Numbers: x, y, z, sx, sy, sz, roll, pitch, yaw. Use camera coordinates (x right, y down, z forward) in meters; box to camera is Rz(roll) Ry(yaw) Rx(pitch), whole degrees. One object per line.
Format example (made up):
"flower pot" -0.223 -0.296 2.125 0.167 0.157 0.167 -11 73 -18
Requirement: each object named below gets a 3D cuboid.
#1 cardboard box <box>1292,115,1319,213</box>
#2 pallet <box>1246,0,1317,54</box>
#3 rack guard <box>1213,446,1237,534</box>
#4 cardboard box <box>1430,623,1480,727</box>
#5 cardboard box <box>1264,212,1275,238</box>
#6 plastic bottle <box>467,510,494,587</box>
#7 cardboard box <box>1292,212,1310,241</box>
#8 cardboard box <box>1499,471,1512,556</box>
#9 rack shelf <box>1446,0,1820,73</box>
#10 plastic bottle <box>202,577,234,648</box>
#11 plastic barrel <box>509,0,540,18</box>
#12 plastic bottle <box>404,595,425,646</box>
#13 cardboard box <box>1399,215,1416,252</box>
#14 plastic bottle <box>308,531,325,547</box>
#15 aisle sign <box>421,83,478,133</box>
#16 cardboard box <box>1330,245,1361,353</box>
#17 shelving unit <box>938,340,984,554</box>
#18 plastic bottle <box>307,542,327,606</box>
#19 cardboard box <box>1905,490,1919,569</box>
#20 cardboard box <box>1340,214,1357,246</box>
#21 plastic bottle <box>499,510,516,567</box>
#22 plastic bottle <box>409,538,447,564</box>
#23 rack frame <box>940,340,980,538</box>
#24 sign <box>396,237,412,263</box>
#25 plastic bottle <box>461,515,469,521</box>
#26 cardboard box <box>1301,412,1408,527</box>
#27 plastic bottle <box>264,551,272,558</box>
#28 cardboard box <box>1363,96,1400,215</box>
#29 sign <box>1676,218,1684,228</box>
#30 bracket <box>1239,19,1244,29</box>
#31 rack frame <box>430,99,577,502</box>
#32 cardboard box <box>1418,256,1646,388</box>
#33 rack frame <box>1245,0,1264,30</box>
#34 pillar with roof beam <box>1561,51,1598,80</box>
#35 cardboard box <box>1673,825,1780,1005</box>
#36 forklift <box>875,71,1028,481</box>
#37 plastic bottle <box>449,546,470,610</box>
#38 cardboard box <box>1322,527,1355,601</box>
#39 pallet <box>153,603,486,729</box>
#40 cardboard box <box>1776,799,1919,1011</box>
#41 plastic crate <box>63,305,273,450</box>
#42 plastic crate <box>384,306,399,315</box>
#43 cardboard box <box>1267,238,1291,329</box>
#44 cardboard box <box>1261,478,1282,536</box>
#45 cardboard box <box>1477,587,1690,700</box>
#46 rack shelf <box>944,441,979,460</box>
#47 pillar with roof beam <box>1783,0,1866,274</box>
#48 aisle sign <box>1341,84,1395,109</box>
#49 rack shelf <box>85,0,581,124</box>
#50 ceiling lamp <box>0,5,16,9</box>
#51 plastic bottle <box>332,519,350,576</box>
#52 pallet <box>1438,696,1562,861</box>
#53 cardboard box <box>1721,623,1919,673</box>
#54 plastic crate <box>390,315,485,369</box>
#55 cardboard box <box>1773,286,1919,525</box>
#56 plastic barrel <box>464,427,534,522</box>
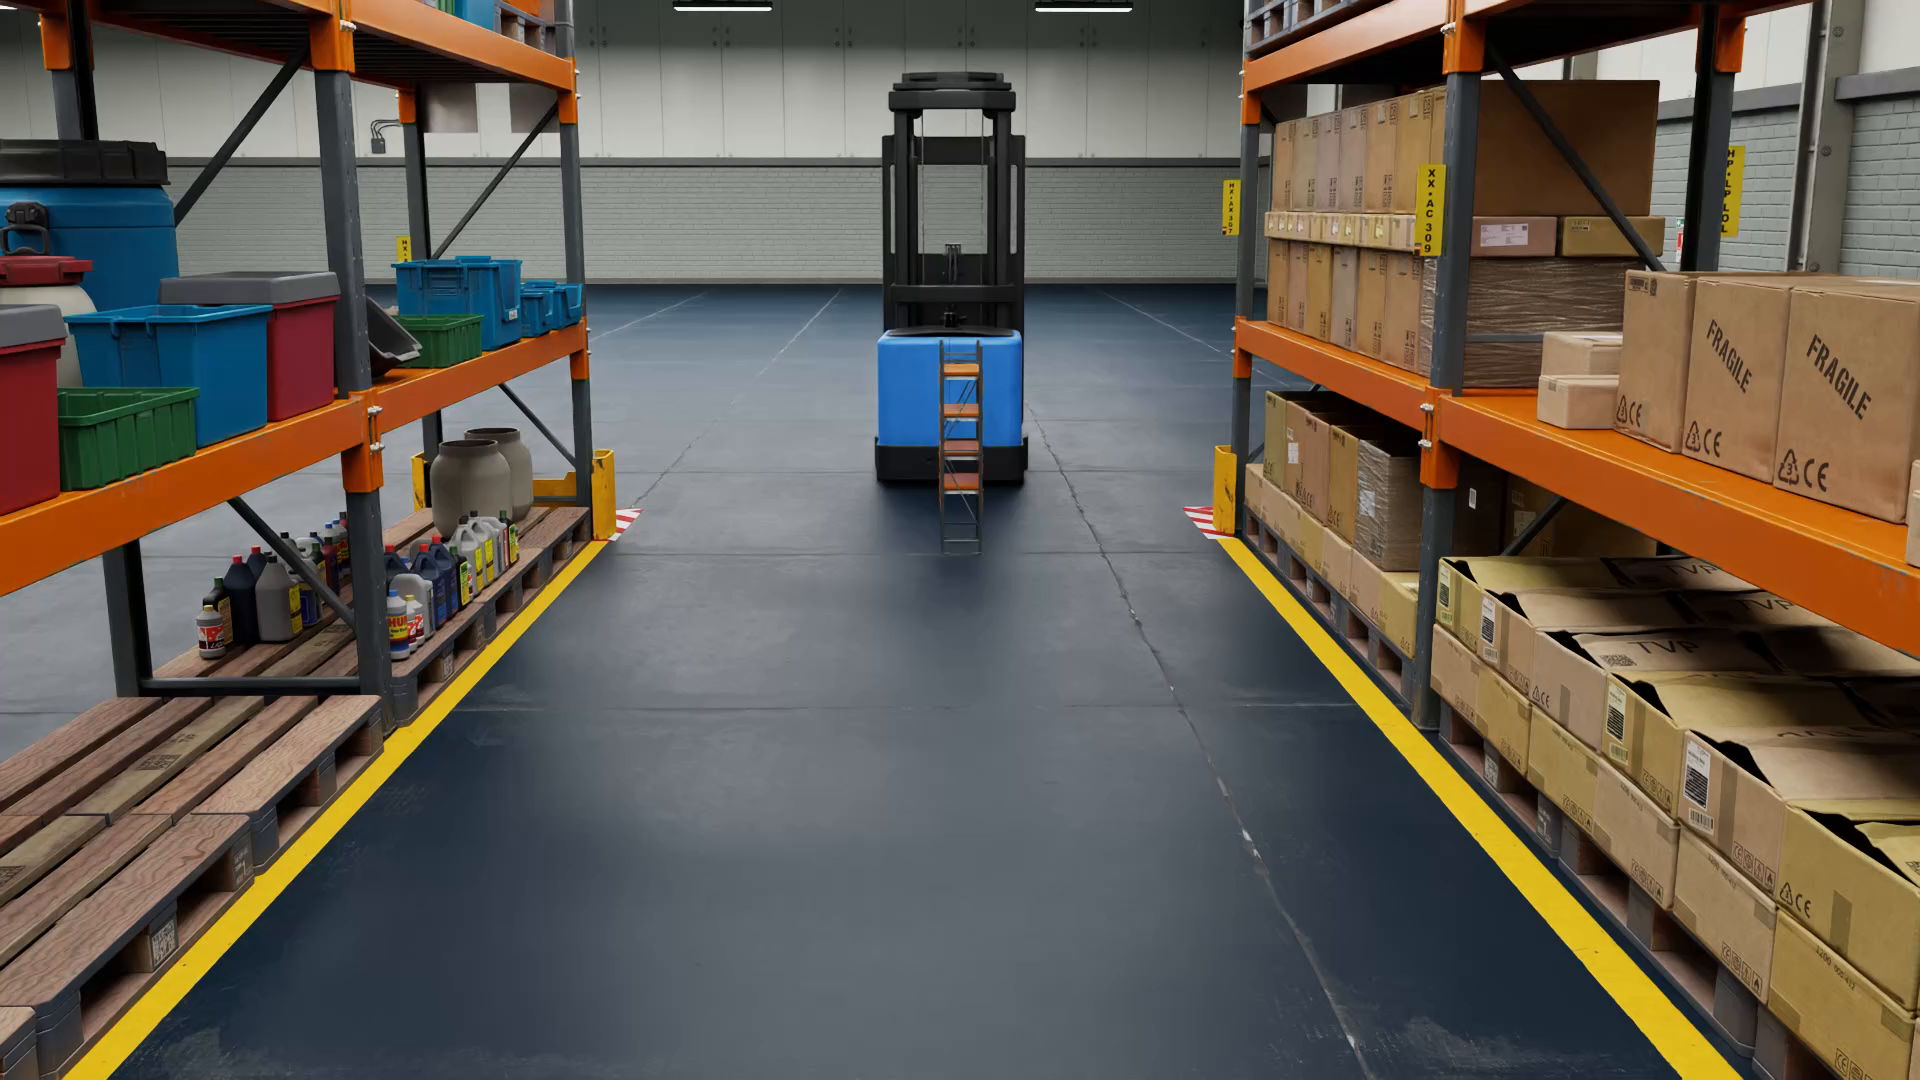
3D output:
"cardboard box" 2.200 -2.015 8.931 0.700 0.500 0.500 -1 11 -3
"pallet" 2.175 -2.824 9.112 1.003 0.211 1.213 0 11 -1
"rack guard" 2.186 -0.317 10.366 1.175 0.500 0.348 0 11 -1
"cardboard box" 2.029 0.480 6.006 0.500 0.250 0.500 -1 11 -3
"cardboard box" 1.979 -1.826 9.631 0.380 0.149 0.250 0 11 -2
"plastic bottle" -2.302 0.038 7.881 0.144 0.351 0.185 0 11 1
"cardboard box" 1.994 -1.673 8.881 0.380 0.149 0.250 0 11 -2
"cardboard box" 2.554 -0.161 7.283 0.500 0.500 0.500 0 11 -1
"rack shelf" 2.310 -1.462 3.989 1.077 0.370 4.000 0 11 -1
"plastic bottle" -3.023 0.298 6.769 0.061 0.283 0.133 0 11 2
"plastic barrel" -2.629 -3.308 9.141 0.600 0.830 0.708 0 11 -1
"plastic bottle" -2.256 0.327 6.833 0.097 0.201 0.097 0 11 0
"cardboard box" 2.038 -1.264 6.862 0.380 0.149 0.250 -1 11 -3
"plastic bottle" -3.027 0.093 7.810 0.097 0.271 0.097 0 11 0
"aisle sign" -3.061 -2.805 9.804 0.394 0.787 0.004 0 11 -1
"cardboard box" 2.218 -1.186 8.110 0.700 0.500 0.500 0 11 1
"shelving unit" 0.003 -0.555 9.778 0.258 1.200 0.503 0 11 -1
"plastic bottle" -2.894 0.158 7.462 0.061 0.283 0.133 0 11 -1
"cardboard box" 2.057 -0.002 3.156 0.380 0.149 0.250 0 11 -1
"cardboard box" 2.016 -1.468 7.867 0.380 0.149 0.250 0 11 1
"plastic bottle" -2.269 -0.016 8.319 0.061 0.283 0.133 0 11 0
"plastic bottle" -2.446 0.118 7.679 0.152 0.276 0.135 0 11 -1
"rack frame" -0.002 -0.604 10.017 0.240 1.200 0.015 0 11 -1
"sign" -3.316 -1.652 9.963 0.100 0.325 0.005 0 11 -1
"plastic bottle" -2.419 0.012 8.183 0.061 0.283 0.133 0 11 -1
"cardboard box" 2.003 -0.358 8.252 0.500 0.500 0.500 0 11 -1
"plastic bottle" -3.034 0.195 7.277 0.061 0.283 0.133 1 11 3
"cardboard box" 2.232 -1.716 7.457 0.700 0.500 0.500 0 11 -1
"sign" 7.964 -3.494 18.314 0.001 0.109 0.331 0 11 -1
"bracket" 6.986 -12.643 40.692 0.235 0.232 0.430 0 11 -1
"rack frame" -2.770 -1.518 9.998 0.949 2.616 0.053 0 11 -1
"cardboard box" 2.253 -0.880 6.600 0.700 0.500 0.500 -1 11 -3
"rack frame" 2.186 -4.478 9.498 1.000 3.000 0.127 0 11 -1
"pillar with roof beam" 3.466 -6.731 20.604 9.100 9.000 0.400 0 11 -1
"cardboard box" 2.075 0.888 3.996 0.500 0.250 0.500 0 11 0
"forklift" -1.112 -1.831 9.780 3.137 3.703 9.490 0 11 1
"plastic bottle" -2.251 0.160 7.452 0.061 0.283 0.133 0 11 1
"cardboard box" 2.015 0.109 7.836 0.500 0.250 0.500 0 11 -1
"pallet" -2.656 0.510 7.015 1.003 0.211 1.213 0 11 -1
"cardboard box" 2.077 0.713 3.449 0.500 0.311 0.500 0 11 -2
"plastic crate" -2.350 -0.497 5.005 0.392 0.384 0.575 0 11 -1
"plastic crate" -3.069 -1.210 9.141 0.298 0.136 0.250 0 11 -1
"cardboard box" 2.183 -1.494 9.627 0.700 0.500 0.500 0 11 -1
"cardboard box" 1.989 -0.189 9.306 0.500 0.250 0.500 0 11 -1
"cardboard box" 2.033 0.307 5.450 0.500 0.311 0.500 0 11 -2
"rack shelf" 0.003 -0.528 9.783 0.221 0.050 0.457 0 11 -1
"pillar with roof beam" 3.590 -5.538 14.725 9.100 9.000 0.400 0 11 -1
"aisle sign" 2.478 -2.826 9.906 0.394 0.787 0.004 0 11 -1
"rack shelf" -2.725 -2.238 7.811 1.077 0.370 4.000 0 11 -1
"ceiling lamp" -19.267 -12.309 33.420 2.000 3.185 0.800 0 11 -1
"plastic bottle" -3.033 0.033 8.107 0.097 0.271 0.097 0 11 0
"pallet" 2.323 0.770 5.731 1.003 0.211 1.213 0 11 -1
"cardboard box" 2.589 0.406 4.961 0.500 0.311 0.500 0 11 -1
"plastic crate" -2.429 -0.890 7.435 0.450 0.188 0.662 0 11 -1
"cardboard box" 2.300 -0.330 3.890 0.500 0.500 0.500 -1 11 -4
"plastic barrel" -2.676 -0.374 9.560 0.421 0.512 0.421 0 11 0
